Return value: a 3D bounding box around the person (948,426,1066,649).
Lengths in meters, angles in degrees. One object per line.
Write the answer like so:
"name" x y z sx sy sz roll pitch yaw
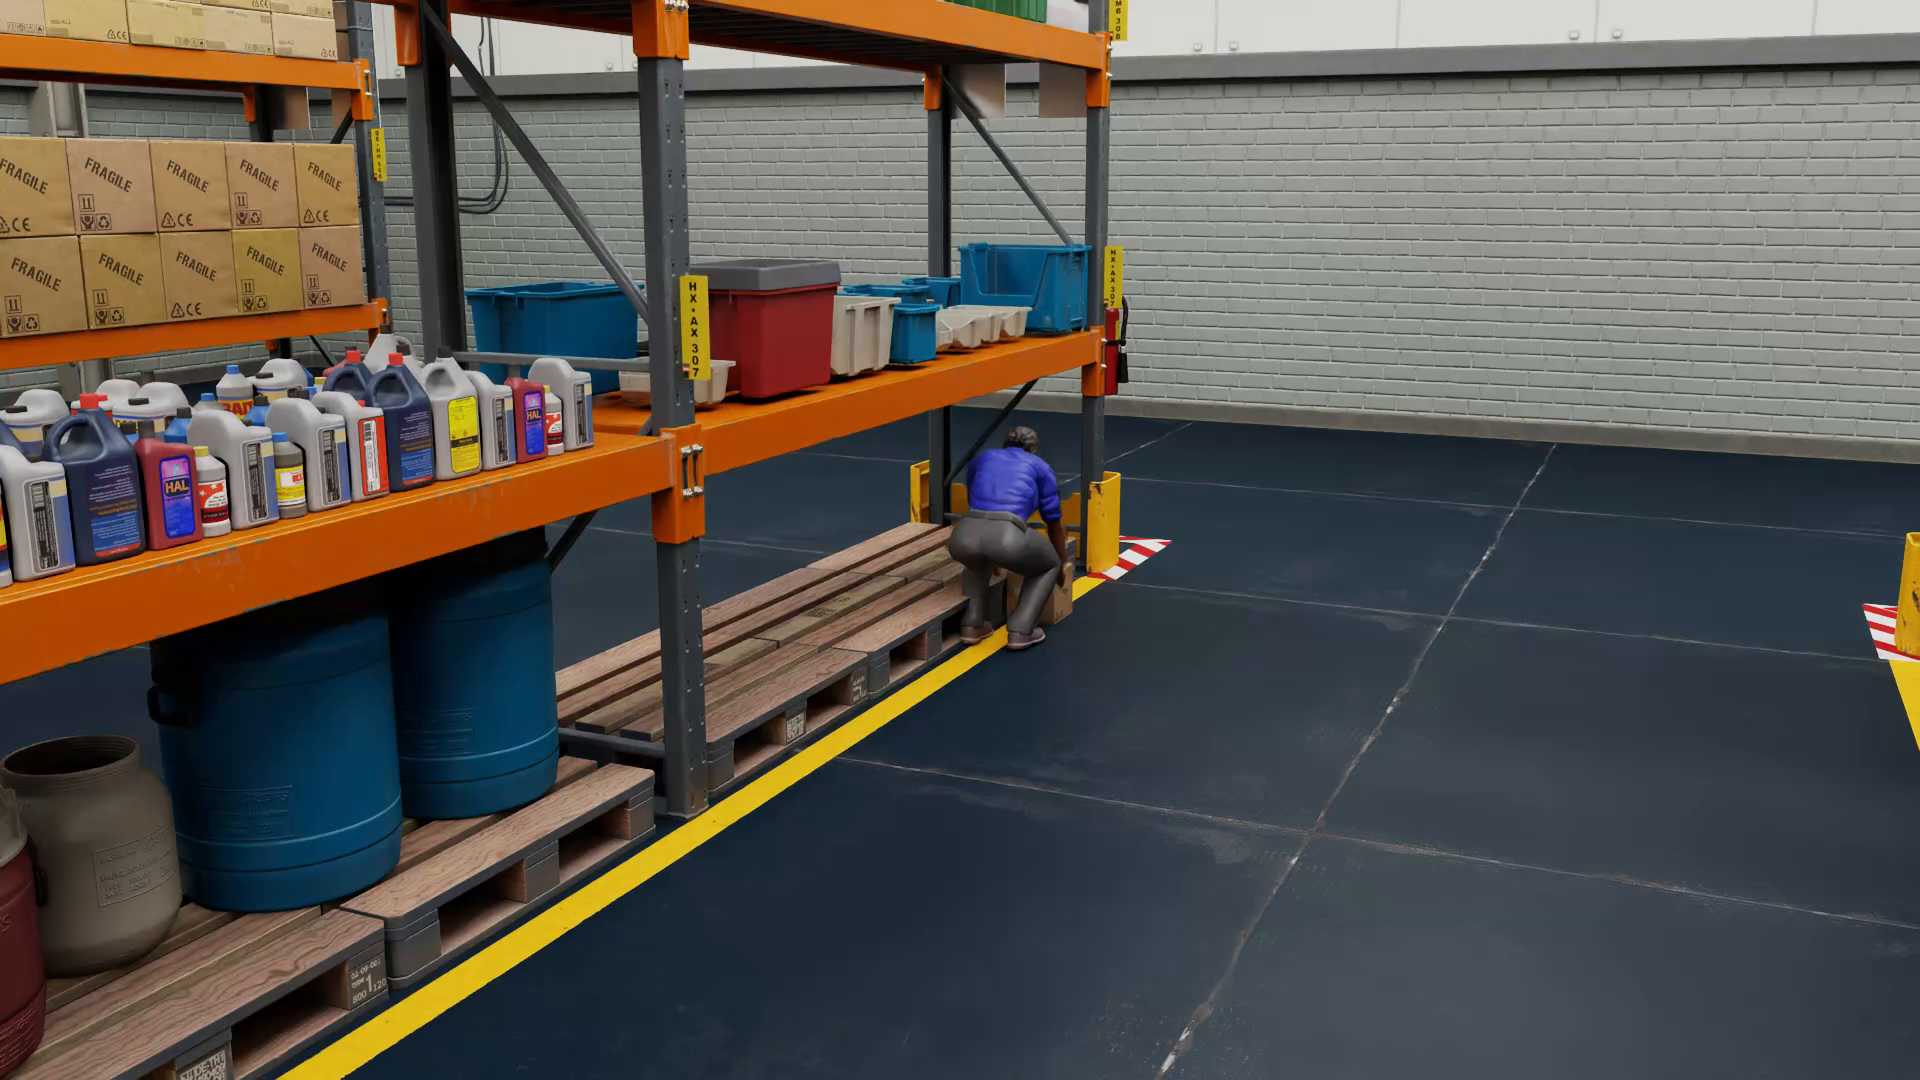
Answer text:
"person" 0.211 -0.014 7.709 0.485 0.954 0.795 5 13 23
